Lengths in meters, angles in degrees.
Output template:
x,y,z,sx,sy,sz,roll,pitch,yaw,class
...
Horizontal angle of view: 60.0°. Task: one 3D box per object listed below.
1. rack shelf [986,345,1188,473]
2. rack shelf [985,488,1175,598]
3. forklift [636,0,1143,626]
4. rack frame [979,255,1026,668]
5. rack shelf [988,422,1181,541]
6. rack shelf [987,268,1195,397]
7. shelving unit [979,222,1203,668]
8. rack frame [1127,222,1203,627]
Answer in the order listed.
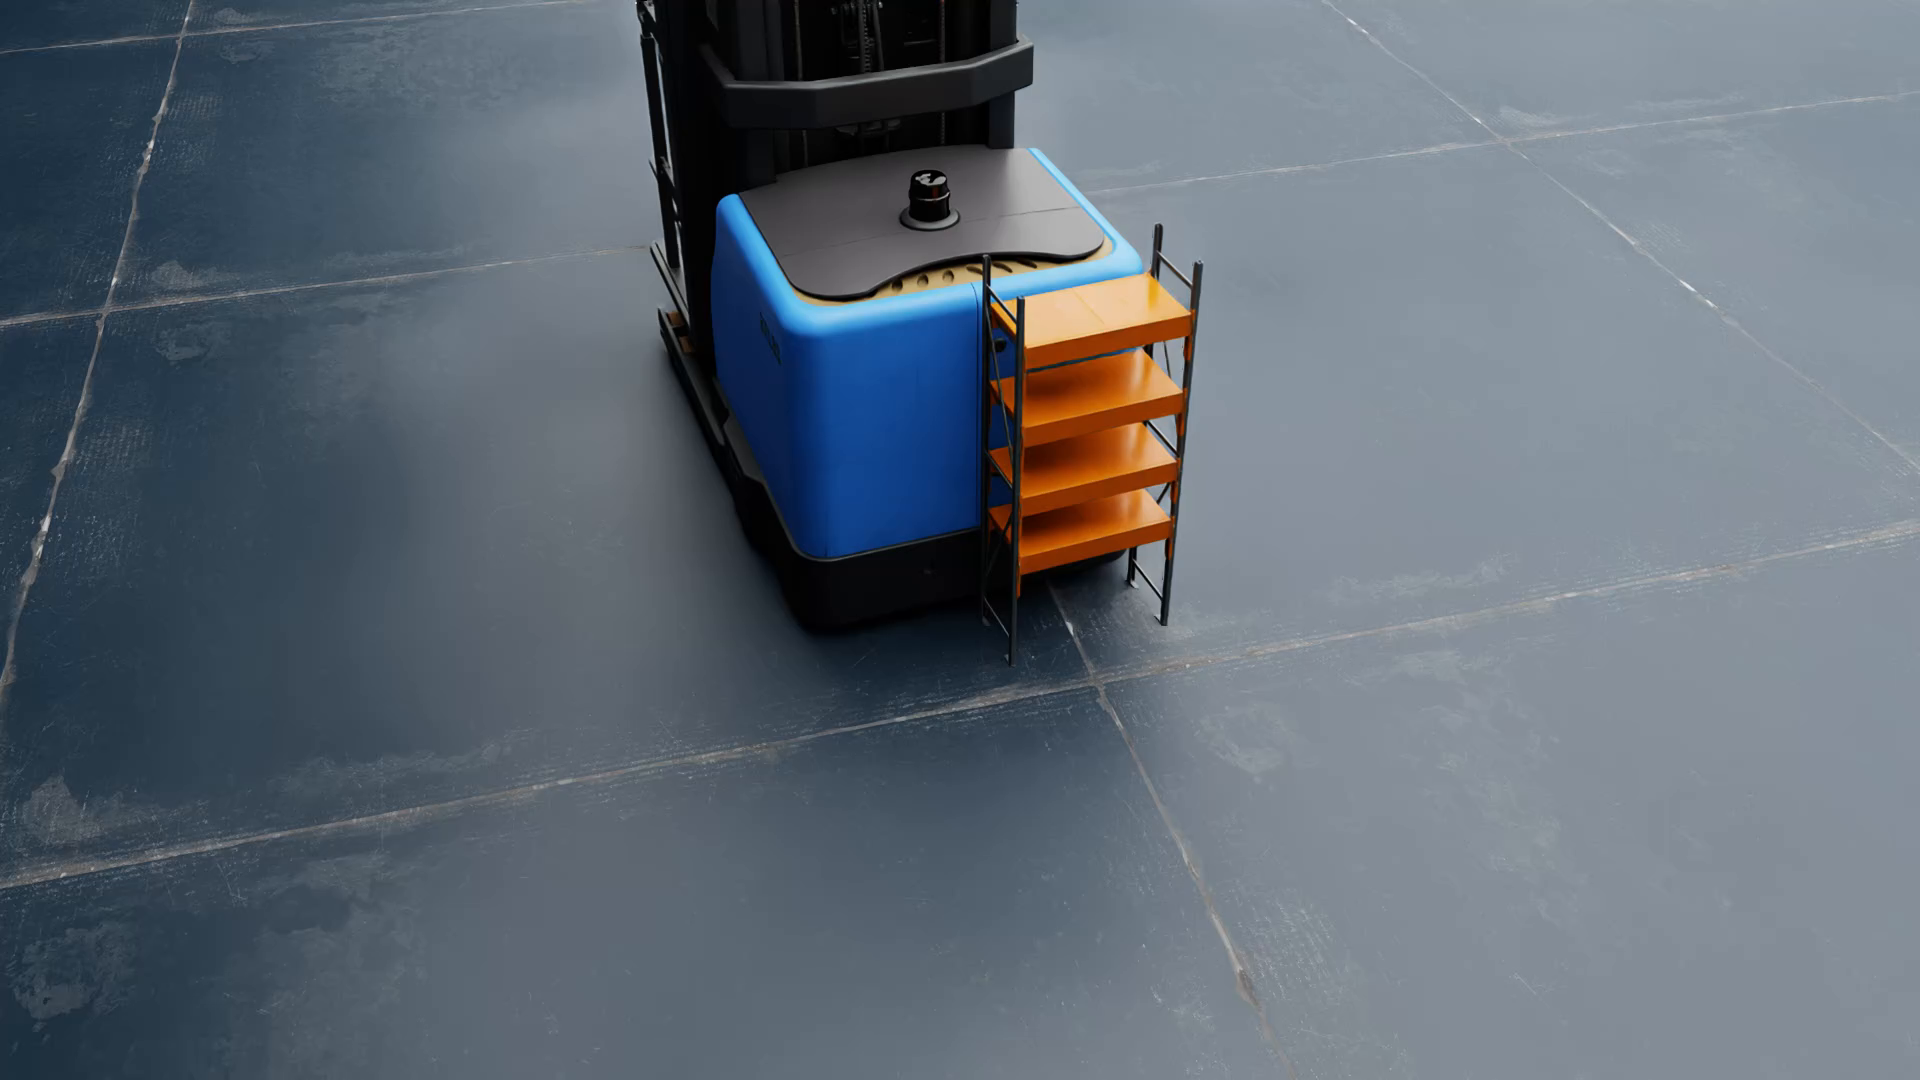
x,y,z,sx,sy,sz,roll,pitch,yaw,class
0.335,-0.357,4.472,0.480,0.148,0.258,-14,39,-17,rack shelf
0.335,-0.022,4.729,0.480,0.148,0.258,-14,39,-17,rack shelf
-0.467,-1.813,5.207,1.130,2.935,3.031,-12,39,-16,forklift
0.109,-0.178,4.495,0.015,1.200,0.240,-14,39,-17,rack frame
0.335,-0.180,4.608,0.480,0.148,0.258,-14,39,-17,rack shelf
0.335,-0.545,4.328,0.480,0.148,0.258,-14,39,-17,rack shelf
0.335,-0.233,4.567,0.503,1.200,0.258,-14,39,-17,shelving unit
0.562,-0.288,4.639,0.015,1.200,0.240,-14,39,-17,rack frame
